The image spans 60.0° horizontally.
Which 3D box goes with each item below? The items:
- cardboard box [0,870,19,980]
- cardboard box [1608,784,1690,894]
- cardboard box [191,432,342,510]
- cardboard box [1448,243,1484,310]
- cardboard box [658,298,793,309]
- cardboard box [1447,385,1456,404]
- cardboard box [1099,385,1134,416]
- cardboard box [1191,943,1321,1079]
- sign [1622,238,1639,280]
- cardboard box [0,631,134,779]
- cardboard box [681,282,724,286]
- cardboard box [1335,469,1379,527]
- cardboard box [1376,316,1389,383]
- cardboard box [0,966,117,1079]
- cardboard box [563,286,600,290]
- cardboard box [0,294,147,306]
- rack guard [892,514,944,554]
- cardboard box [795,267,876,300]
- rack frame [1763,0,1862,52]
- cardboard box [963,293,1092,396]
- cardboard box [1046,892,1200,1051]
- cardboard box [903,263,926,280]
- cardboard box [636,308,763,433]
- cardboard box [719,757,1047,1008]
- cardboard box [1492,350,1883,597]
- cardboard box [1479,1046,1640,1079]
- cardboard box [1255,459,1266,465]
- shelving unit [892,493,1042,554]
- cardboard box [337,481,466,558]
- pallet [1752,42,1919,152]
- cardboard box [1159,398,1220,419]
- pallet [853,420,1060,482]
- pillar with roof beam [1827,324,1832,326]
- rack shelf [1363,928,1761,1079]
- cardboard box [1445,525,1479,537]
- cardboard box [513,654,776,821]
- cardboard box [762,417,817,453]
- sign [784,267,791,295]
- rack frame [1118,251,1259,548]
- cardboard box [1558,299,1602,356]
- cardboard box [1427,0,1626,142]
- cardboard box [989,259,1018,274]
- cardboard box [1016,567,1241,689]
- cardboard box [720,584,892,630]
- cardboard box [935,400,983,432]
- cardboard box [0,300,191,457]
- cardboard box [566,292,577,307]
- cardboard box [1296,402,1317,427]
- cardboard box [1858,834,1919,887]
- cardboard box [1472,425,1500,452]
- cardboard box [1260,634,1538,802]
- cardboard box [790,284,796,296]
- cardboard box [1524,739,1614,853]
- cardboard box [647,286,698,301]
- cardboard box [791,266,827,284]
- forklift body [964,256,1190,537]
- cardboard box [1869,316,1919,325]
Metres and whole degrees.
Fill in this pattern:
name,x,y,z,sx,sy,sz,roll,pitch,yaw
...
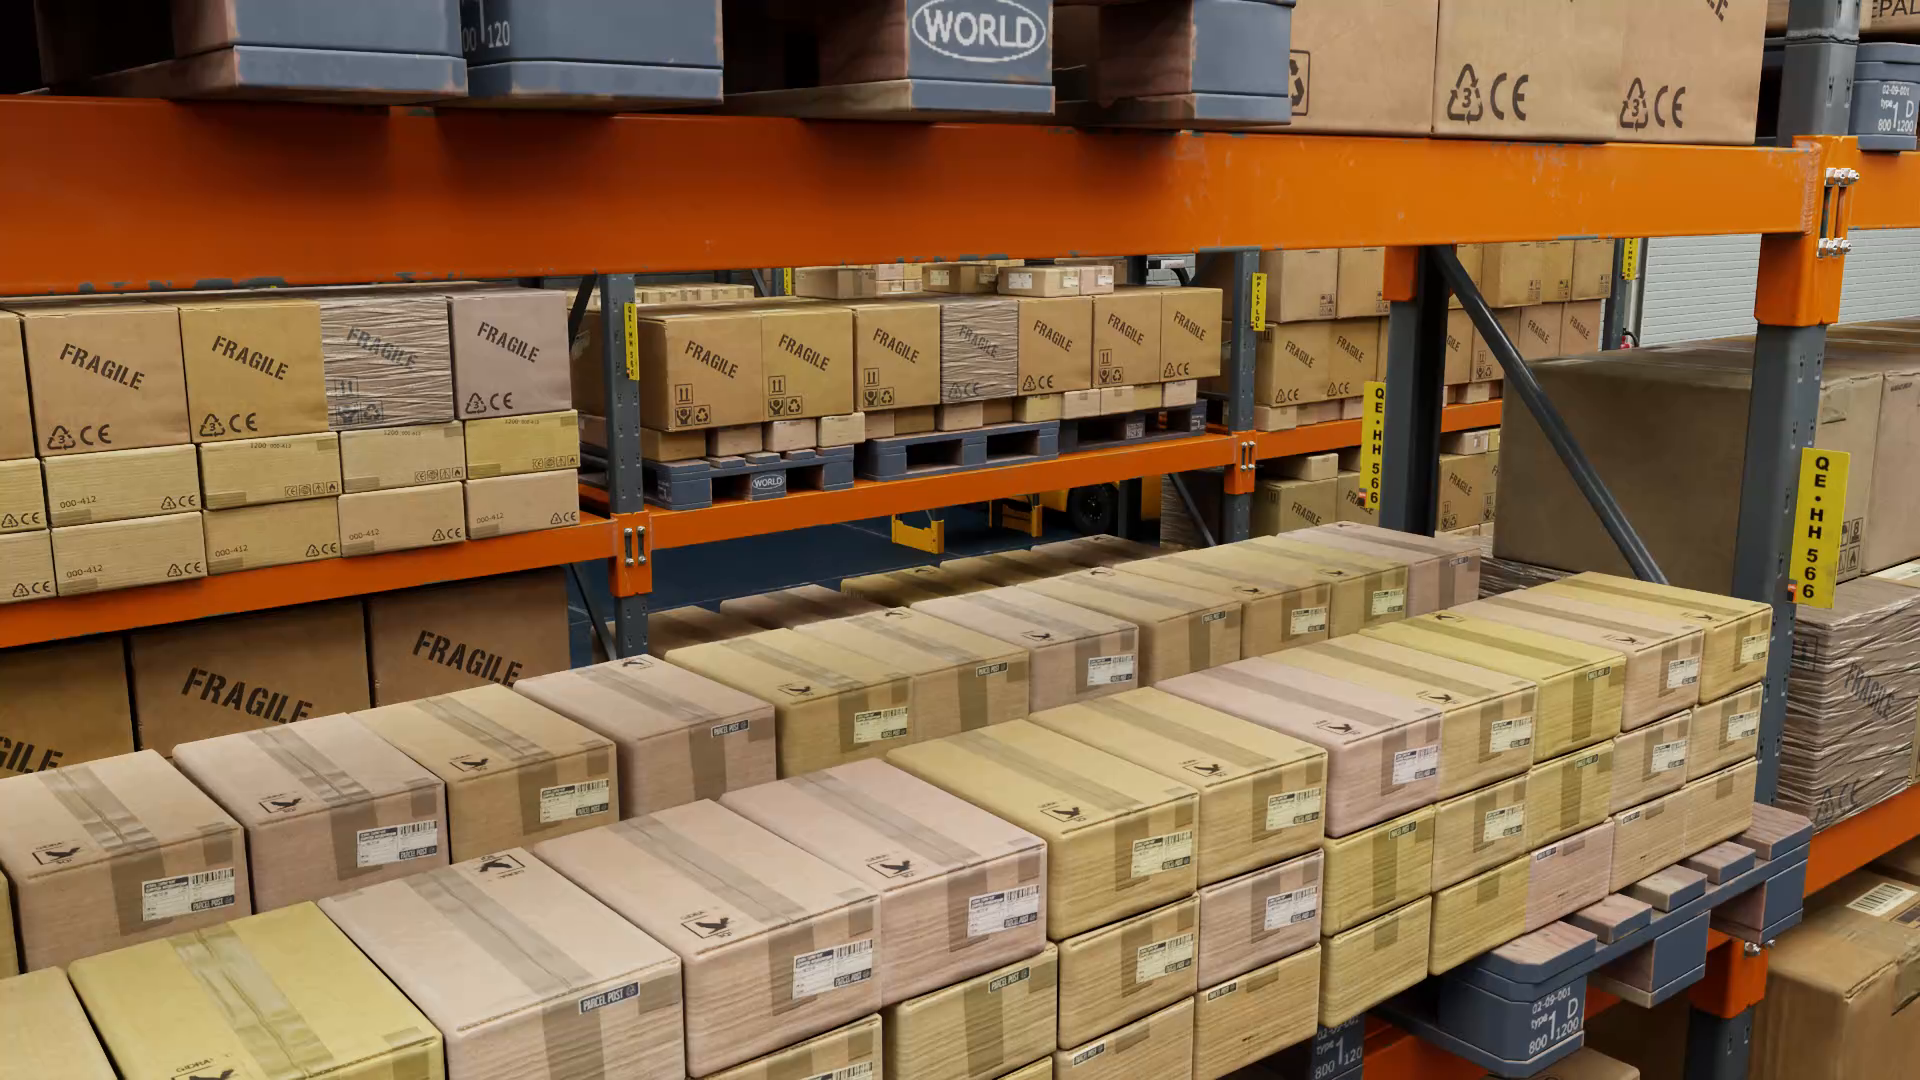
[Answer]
name,x,y,z,sx,sy,sz,roll,pitch,yaw
cardboard box,-1.307,0.444,1.979,0.250,0.149,0.380,-10,16,-39
cardboard box,1.123,0.505,3.123,0.250,0.149,0.380,-9,15,-38
cardboard box,-2.760,-0.303,6.492,0.500,0.250,0.500,-10,16,-39
cardboard box,3.019,-1.803,11.035,0.500,0.500,0.700,-10,15,-38
cardboard box,-1.177,-0.946,8.392,0.500,0.500,0.500,-10,15,-39
cardboard box,3.127,-1.010,11.266,0.250,0.149,0.380,-9,15,-38
cardboard box,0.743,-0.792,9.232,0.250,0.149,0.380,-10,15,-39
cardboard box,0.313,0.639,2.494,0.250,0.149,0.380,-9,15,-36
sign,4.822,-2.039,11.962,0.005,0.325,0.100,-9,15,-38
cardboard box,-3.744,0.768,6.393,0.875,0.875,0.875,-9,15,-36
cardboard box,-2.144,-2.052,13.768,0.250,0.149,0.380,-10,15,-39
cardboard box,2.408,-0.223,10.762,0.500,0.500,0.500,-9,15,-35
cardboard box,2.663,-1.230,10.743,0.500,0.500,0.500,-10,15,-38
cardboard box,-0.899,0.549,1.484,0.250,0.149,0.380,-9,15,-36
cardboard box,-2.979,-1.929,13.187,0.250,0.149,0.380,-9,15,-38
cardboard box,-3.485,-0.691,6.513,0.500,0.500,0.500,-9,15,-37
rack guard,-0.329,-0.068,12.845,0.087,0.250,0.587,-9,15,-38
cardboard box,-0.654,-1.348,8.726,0.250,0.149,0.380,-10,16,-40
rack frame,1.416,-2.518,3.320,0.127,3.000,1.000,-9,15,-38
cardboard box,0.357,-1.064,8.950,0.500,0.500,0.500,-9,15,-36
cardboard box,0.107,0.528,2.298,0.250,0.149,0.380,-10,15,-39
cardboard box,-0.509,-2.339,14.405,0.250,0.149,0.380,-10,15,-39
cardboard box,-1.260,-0.793,7.676,0.500,0.500,0.500,-10,16,-39
cardboard box,-0.104,0.418,2.100,0.250,0.149,0.380,-9,15,-36
cardboard box,1.772,-0.178,4.096,0.500,0.500,0.700,-10,15,-38
cardboard box,1.045,1.199,3.464,0.500,0.250,0.500,-10,15,-39
cardboard box,2.058,-0.306,11.150,0.500,0.500,0.500,-9,15,-37
shelving unit,0.060,-0.744,13.020,1.083,1.500,0.587,-9,15,-38
cardboard box,-2.377,-0.123,6.847,0.500,0.250,0.500,-9,15,-37
pallet,1.885,-1.050,4.086,1.003,0.211,1.213,-9,15,-35
cardboard box,1.428,-0.860,10.562,0.250,0.149,0.380,-10,15,-38
pallet,-0.235,-0.542,8.924,1.213,0.211,1.003,-9,15,-38
pillar with roof beam,17.026,-6.843,23.692,0.400,9.000,9.100,-9,15,-38
rack shelf,-0.146,1.028,2.796,4.000,0.370,1.077,-9,15,-38
cardboard box,3.214,0.012,11.459,0.500,0.250,0.500,-10,16,-40
cardboard box,-0.498,0.310,2.610,0.250,0.149,0.380,-10,16,-40
cardboard box,-0.901,-0.527,7.981,0.250,0.149,0.380,-11,16,-41
sign,-1.389,-2.137,13.376,0.005,0.325,0.100,-9,15,-38
rack frame,1.368,-0.892,10.107,0.127,3.000,1.000,-9,15,-38
cardboard box,4.240,-1.490,11.968,0.500,0.500,0.500,-10,15,-39
cardboard box,0.746,-0.917,2.763,0.500,0.500,0.500,-9,15,-38
cardboard box,0.306,-2.465,14.996,0.250,0.149,0.380,-9,15,-37
cardboard box,0.324,0.173,3.256,0.250,0.149,0.380,-10,16,-40
cardboard box,-0.737,0.538,8.687,0.625,0.372,0.950,-10,15,-39
cardboard box,-0.093,-0.669,8.652,0.250,0.149,0.380,-9,15,-36
cardboard box,-3.183,-0.606,6.111,0.500,0.500,0.500,-10,15,-39
cardboard box,-3.002,-1.765,12.415,0.250,0.149,0.380,-10,16,-39
cardboard box,1.979,-0.799,10.275,0.250,0.149,0.380,-9,15,-36
cardboard box,2.628,1.134,4.974,0.750,0.750,1.050,-9,15,-37
cardboard box,3.586,-0.719,11.533,0.250,0.149,0.380,-9,15,-37
cardboard box,0.711,0.283,2.737,0.250,0.149,0.380,-9,15,-36
cardboard box,-1.323,-2.061,13.812,0.250,0.149,0.380,-10,15,-39
cardboard box,0.903,0.396,2.918,0.250,0.149,0.380,-9,15,-36
cardboard box,-2.278,-1.923,13.159,0.250,0.149,0.380,-9,15,-38
cardboard box,-1.302,-2.201,13.756,0.250,0.149,0.380,-9,15,-37
forklift body,1.047,-1.258,13.876,1.214,2.155,2.313,-9,15,-38
cardboard box,3.360,-0.442,5.341,0.500,0.500,0.700,-9,15,-37
